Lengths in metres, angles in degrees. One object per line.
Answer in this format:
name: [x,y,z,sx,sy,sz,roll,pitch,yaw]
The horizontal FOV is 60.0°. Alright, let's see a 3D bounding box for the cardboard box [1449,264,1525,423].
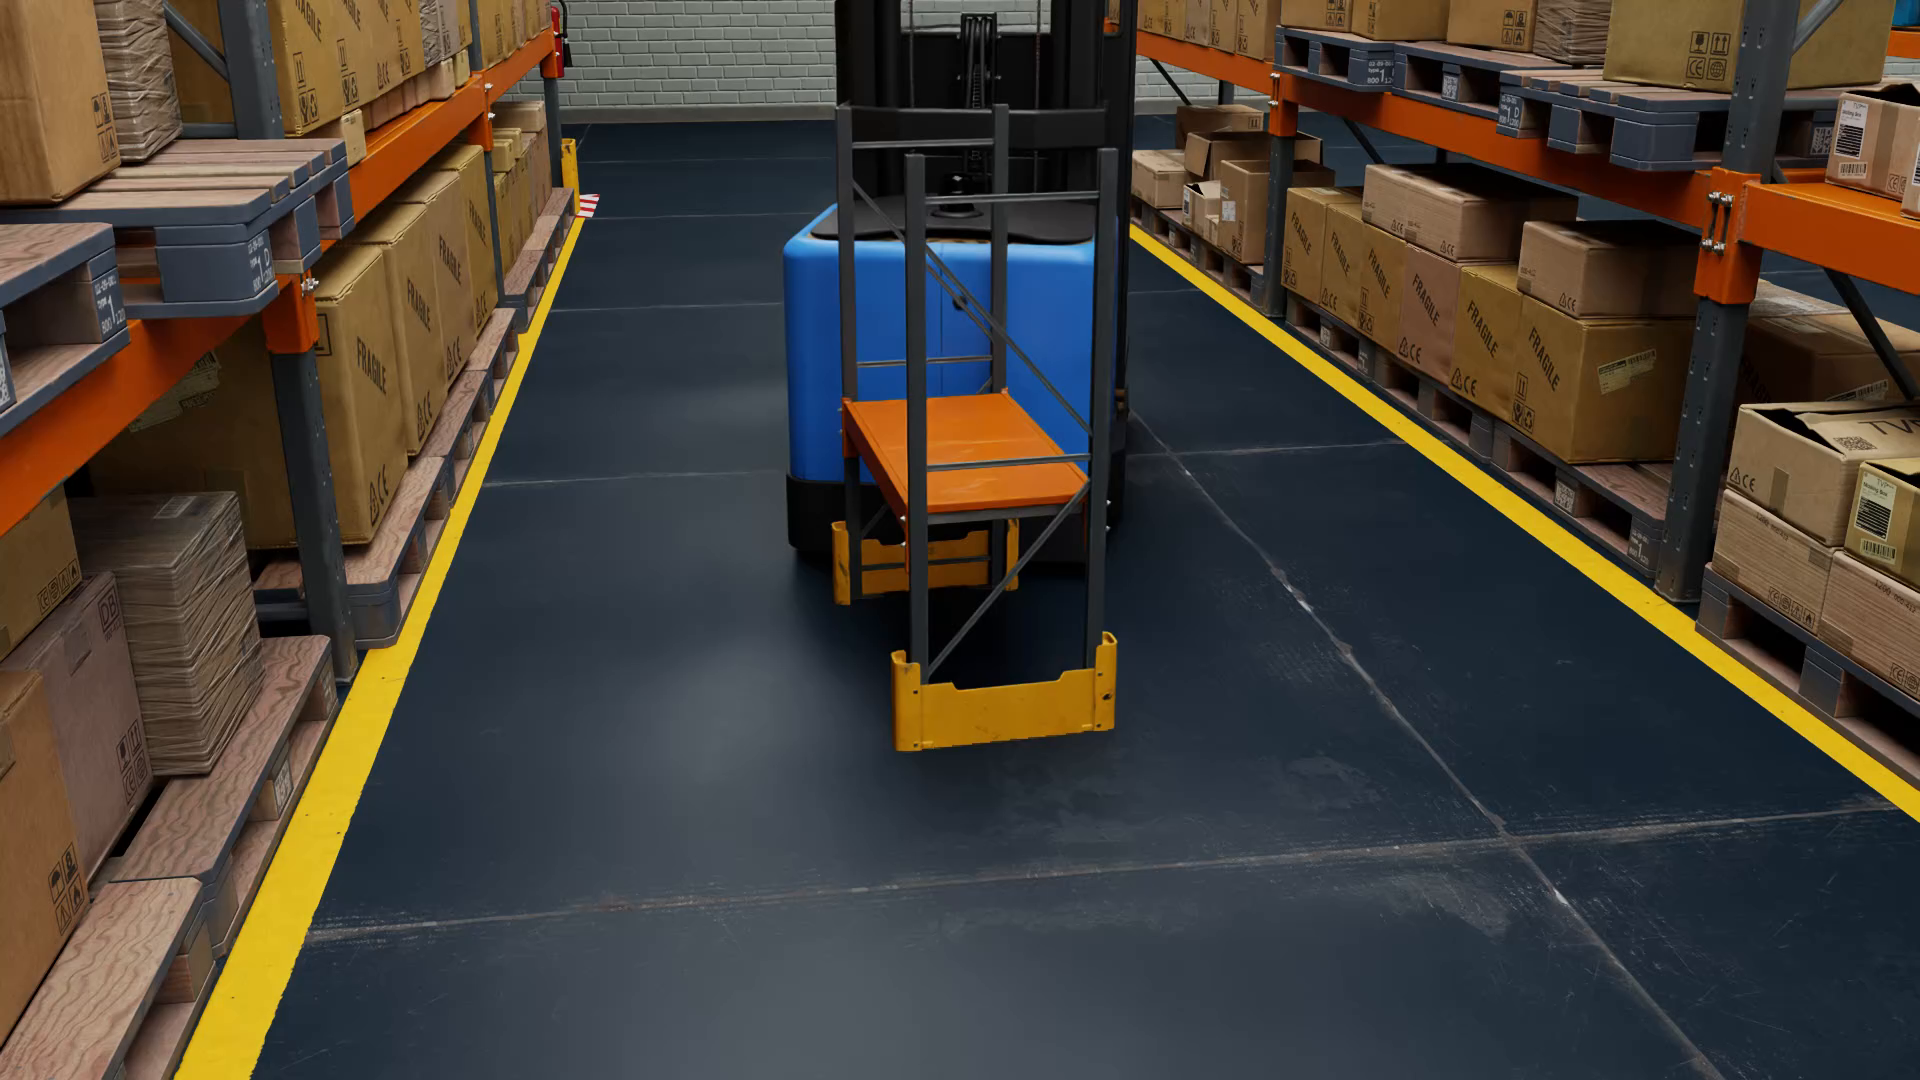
cardboard box: [2.261,-0.772,6.441,0.500,0.500,0.500,-4,21,-10]

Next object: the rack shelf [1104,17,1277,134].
rack shelf: [1.837,-2.986,10.453,1.077,0.370,4.000,-3,21,-8]

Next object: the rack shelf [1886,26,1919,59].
rack shelf: [6.739,-3.235,11.119,1.077,0.370,4.000,-3,21,-8]

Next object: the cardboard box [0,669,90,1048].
cardboard box: [-1.985,0.571,2.843,0.700,0.500,0.500,-3,21,-8]

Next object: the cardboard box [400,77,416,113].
cardboard box: [-2.307,-1.727,6.383,0.380,0.149,0.250,-3,21,-9]

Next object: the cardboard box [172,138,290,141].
cardboard box: [-2.017,-1.012,4.470,0.380,0.149,0.250,-3,21,-9]

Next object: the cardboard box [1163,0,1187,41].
cardboard box: [1.572,-3.370,10.310,0.500,0.500,0.500,-3,21,-7]

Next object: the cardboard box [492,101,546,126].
cardboard box: [-2.954,-2.822,11.029,0.380,0.149,0.250,-3,21,-8]

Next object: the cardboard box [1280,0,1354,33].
cardboard box: [1.973,-2.699,7.913,0.700,0.500,0.500,-10,23,-26]

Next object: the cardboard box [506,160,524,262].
cardboard box: [-2.851,-1.844,9.338,0.700,0.500,0.500,-3,21,-8]

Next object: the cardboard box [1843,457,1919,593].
cardboard box: [2.571,-0.040,4.064,0.500,0.311,0.500,-3,21,-9]

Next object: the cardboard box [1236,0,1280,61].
cardboard box: [1.800,-2.838,8.885,0.500,0.500,0.500,-3,21,-7]

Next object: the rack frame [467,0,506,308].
rack frame: [-2.776,-2.380,7.801,1.000,3.000,0.127,-3,21,-8]

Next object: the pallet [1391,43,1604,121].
pallet: [2.417,-1.829,6.601,1.003,0.211,1.213,-3,21,-8]

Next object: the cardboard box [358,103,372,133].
cardboard box: [-2.231,-1.456,5.659,0.380,0.149,0.250,-3,21,-7]

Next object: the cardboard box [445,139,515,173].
cardboard box: [-2.651,-2.101,9.100,0.380,0.149,0.250,-2,21,-6]

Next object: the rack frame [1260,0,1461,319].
rack frame: [2.126,-2.631,8.473,1.000,3.000,0.127,-3,21,-8]

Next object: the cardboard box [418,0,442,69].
cardboard box: [-2.313,-2.078,6.396,0.500,0.500,0.500,-3,21,-8]

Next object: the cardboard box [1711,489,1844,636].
cardboard box: [2.487,0.041,4.648,0.500,0.250,0.500,-3,21,-8]

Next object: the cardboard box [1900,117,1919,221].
cardboard box: [2.639,-0.885,3.926,0.500,0.311,0.500,-3,21,-8]

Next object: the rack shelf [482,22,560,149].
rack shelf: [-3.064,-2.735,9.781,1.077,0.370,4.000,-3,21,-8]

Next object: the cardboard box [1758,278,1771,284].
cardboard box: [2.771,-0.808,6.536,0.500,0.500,0.500,-3,21,-8]

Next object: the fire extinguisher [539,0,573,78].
fire extinguisher: [-2.918,-3.629,11.790,0.296,0.674,0.183,-3,21,-8]

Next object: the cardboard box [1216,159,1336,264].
cardboard box: [1.763,-1.849,9.324,0.500,0.500,0.500,-3,21,-8]

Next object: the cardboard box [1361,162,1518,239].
cardboard box: [2.098,-1.491,7.294,0.500,0.250,0.500,-3,21,-8]

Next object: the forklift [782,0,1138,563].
forklift: [0.123,-1.776,6.281,1.130,2.935,3.031,2,21,6]

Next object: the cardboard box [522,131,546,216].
cardboard box: [-3.080,-2.380,10.774,0.700,0.500,0.500,-3,21,-8]

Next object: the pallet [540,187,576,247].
pallet: [-3.160,-2.186,11.266,1.003,0.211,1.213,-3,21,-8]

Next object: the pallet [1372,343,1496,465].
pallet: [2.459,-0.622,7.079,1.003,0.211,1.213,-3,21,-8]

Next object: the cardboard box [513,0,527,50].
cardboard box: [-3.052,-3.213,9.604,0.980,0.700,0.700,-4,21,-10]

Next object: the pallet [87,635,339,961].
pallet: [-2.088,0.582,3.856,1.003,0.211,1.213,-3,21,-8]

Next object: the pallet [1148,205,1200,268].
pallet: [1.848,-1.986,10.731,1.003,0.211,1.213,-3,21,-8]

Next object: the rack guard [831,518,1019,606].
rack guard: [-0.106,0.053,5.217,0.587,0.250,0.087,-5,21,-12]

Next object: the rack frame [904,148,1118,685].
rack frame: [0.120,-0.186,4.071,0.500,1.500,0.032,-5,21,-12]

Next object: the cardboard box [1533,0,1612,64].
cardboard box: [2.557,-2.028,6.116,0.700,0.500,0.500,1,20,2]

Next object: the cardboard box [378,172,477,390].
cardboard box: [-2.422,-1.043,6.695,0.750,0.750,0.750,-2,21,-6]

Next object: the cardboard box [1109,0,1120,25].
cardboard box: [1.352,-3.896,11.717,0.500,0.500,0.500,-2,21,-7]

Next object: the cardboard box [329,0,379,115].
cardboard box: [-2.082,-1.553,4.991,0.500,0.500,0.500,-2,21,-6]

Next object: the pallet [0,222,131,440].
pallet: [-1.873,-0.222,2.297,1.003,0.211,1.213,-3,21,-8]

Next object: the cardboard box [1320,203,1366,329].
cardboard box: [2.042,-1.302,7.859,0.500,0.500,0.500,-3,21,-7]

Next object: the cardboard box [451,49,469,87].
cardboard box: [-2.387,-2.083,7.335,0.380,0.149,0.250,-3,21,-7]

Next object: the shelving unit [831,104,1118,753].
shelving unit: [0.005,-0.363,4.544,0.587,1.500,1.083,-5,21,-12]

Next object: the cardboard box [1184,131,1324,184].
cardboard box: [1.850,-2.318,10.574,0.797,0.503,0.637,-3,21,-8]

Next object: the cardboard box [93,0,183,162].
cardboard box: [-2.122,-1.086,3.564,0.700,0.500,0.500,-5,21,-14]
